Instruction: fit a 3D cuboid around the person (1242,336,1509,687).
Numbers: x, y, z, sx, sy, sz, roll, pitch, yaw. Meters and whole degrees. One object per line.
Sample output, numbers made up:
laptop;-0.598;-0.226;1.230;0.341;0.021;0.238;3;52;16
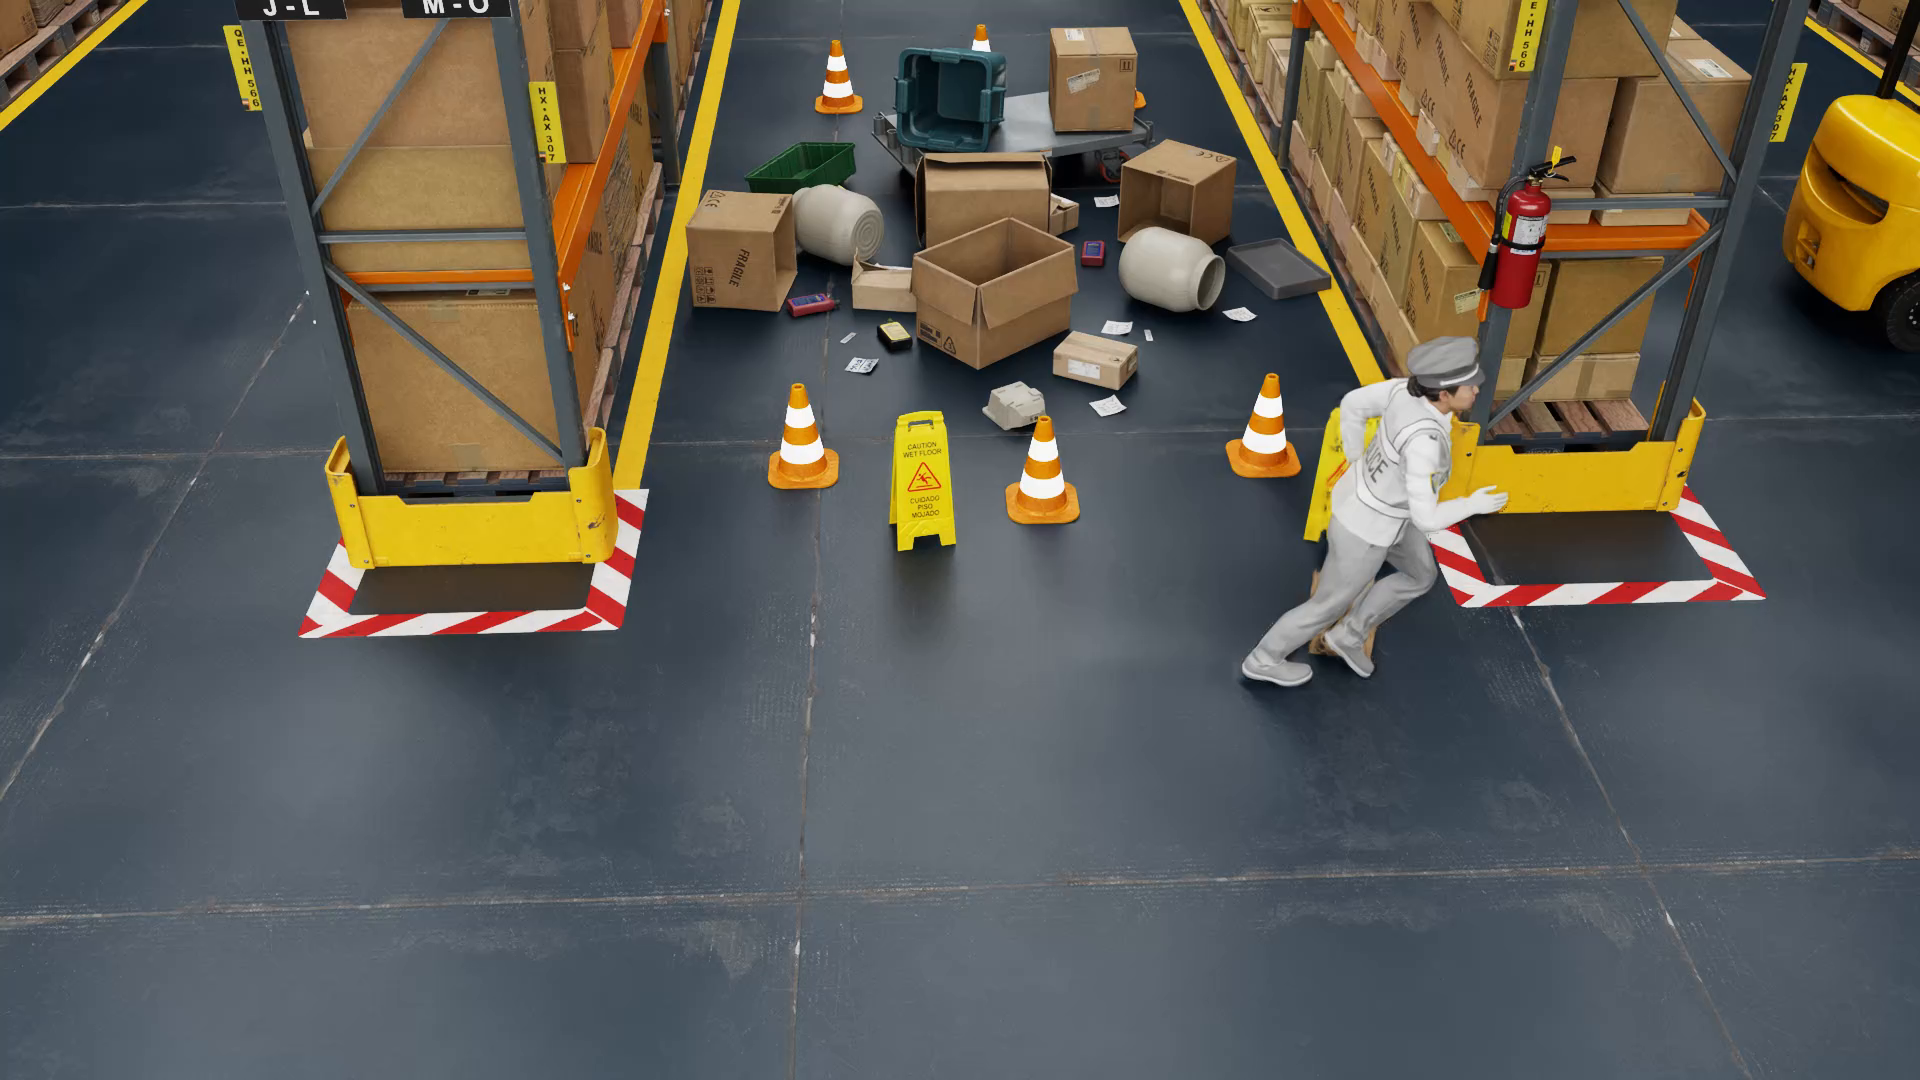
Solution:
person;1.577;-0.058;6.264;0.874;1.611;0.614;6;36;9
